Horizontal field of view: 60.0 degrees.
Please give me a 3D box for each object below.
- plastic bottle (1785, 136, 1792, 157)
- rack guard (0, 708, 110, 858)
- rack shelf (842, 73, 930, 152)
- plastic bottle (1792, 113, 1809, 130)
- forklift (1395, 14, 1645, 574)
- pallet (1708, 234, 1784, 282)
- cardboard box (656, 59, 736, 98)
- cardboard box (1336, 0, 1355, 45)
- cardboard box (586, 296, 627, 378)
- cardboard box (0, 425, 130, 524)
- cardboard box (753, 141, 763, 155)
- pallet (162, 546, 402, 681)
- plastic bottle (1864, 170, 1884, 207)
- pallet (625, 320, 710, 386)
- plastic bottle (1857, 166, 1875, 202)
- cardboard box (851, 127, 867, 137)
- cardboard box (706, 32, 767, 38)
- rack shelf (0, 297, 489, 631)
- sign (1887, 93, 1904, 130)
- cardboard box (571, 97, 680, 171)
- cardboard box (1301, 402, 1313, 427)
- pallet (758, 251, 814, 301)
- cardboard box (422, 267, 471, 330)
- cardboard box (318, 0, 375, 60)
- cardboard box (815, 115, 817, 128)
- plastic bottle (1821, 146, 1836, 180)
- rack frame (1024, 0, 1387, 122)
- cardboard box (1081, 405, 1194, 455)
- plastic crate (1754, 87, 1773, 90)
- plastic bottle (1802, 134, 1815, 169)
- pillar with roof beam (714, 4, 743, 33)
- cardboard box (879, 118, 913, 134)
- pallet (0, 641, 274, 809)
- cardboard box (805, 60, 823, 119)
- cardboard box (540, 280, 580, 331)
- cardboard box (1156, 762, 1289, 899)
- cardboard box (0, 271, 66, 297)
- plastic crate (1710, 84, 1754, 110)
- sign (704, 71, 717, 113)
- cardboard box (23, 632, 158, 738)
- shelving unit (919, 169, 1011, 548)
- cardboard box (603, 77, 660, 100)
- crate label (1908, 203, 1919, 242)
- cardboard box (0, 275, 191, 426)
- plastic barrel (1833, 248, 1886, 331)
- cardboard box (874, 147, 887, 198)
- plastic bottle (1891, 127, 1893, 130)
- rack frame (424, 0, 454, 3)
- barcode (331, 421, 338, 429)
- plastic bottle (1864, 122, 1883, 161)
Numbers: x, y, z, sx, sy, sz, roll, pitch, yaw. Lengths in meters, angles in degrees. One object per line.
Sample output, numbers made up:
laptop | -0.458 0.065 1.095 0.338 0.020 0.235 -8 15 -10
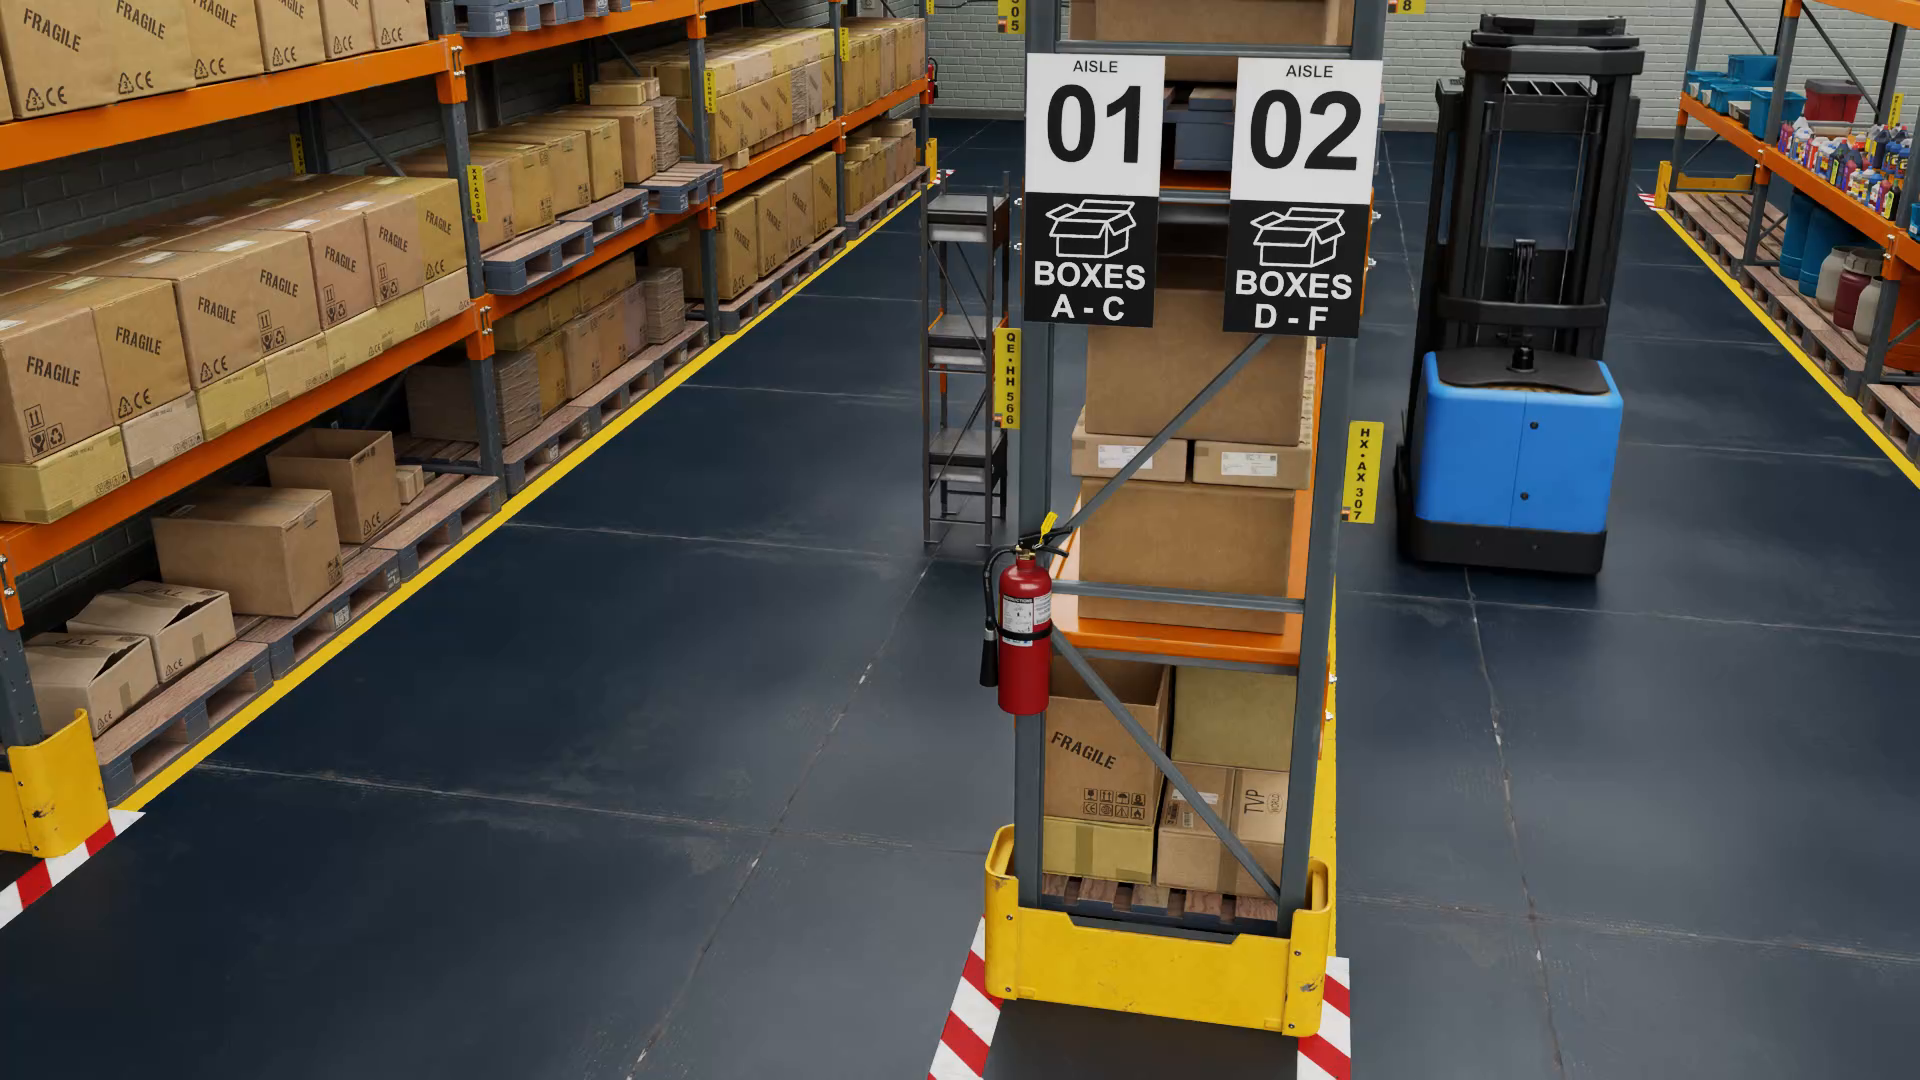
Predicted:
plastic bottle | 7.459 -3.536 14.884 0.097 0.201 0.097 0 22 0
rack guard | -4.147 0.943 6.843 1.175 0.500 0.348 4 22 11
rack shelf | -1.306 -4.975 19.155 1.077 0.370 4.000 4 22 11
plastic bottle | 7.587 -3.681 15.043 0.144 0.351 0.185 4 22 11
forklift | 3.372 -1.690 10.127 1.130 2.935 3.031 5 22 12
pallet | 8.097 -2.801 16.525 1.003 0.211 1.213 4 22 11
cardboard box | -2.179 -3.813 13.743 0.500 0.250 0.500 5 22 12
cardboard box | 1.294 -2.097 6.146 0.500 0.500 0.500 4 22 11
cardboard box | -2.919 -1.528 12.391 0.700 0.500 0.500 4 22 11
cardboard box | -3.752 -0.283 6.714 0.500 0.250 0.500 4 22 9
cardboard box | -2.001 -3.583 15.044 0.380 0.149 0.250 5 22 12
pallet | -3.695 0.338 8.733 1.003 0.211 1.213 4 22 11
plastic bottle | 6.962 -2.677 12.656 0.097 0.271 0.097 0 22 0
pallet | -2.691 -1.535 13.383 1.003 0.211 1.213 4 22 11
plastic bottle | 7.001 -2.748 12.833 0.097 0.271 0.097 0 22 0
cardboard box | -1.318 -4.804 19.682 0.380 0.149 0.250 5 22 12
cardboard box | -2.163 -4.779 16.141 0.500 0.250 0.500 5 22 12
rack shelf | -3.754 -0.587 8.258 1.077 0.370 4.000 4 22 11
sign | 8.523 -3.908 15.171 0.100 0.325 0.005 4 22 11
cardboard box | -2.616 -3.192 13.042 0.700 0.500 0.500 2 22 5
cardboard box | 1.030 -0.384 5.789 0.380 0.149 0.250 4 22 10
pallet | -2.044 -2.548 15.899 1.003 0.211 1.213 4 22 11
cardboard box | -3.146 -1.395 9.476 0.500 0.250 0.500 5 22 11
cardboard box | -3.323 -2.711 8.394 0.500 0.500 0.500 3 22 6
cardboard box | -1.631 -4.140 16.426 0.380 0.149 0.250 5 23 13
plastic bottle | 7.211 -3.123 13.765 0.097 0.271 0.097 0 22 0
rack frame | 0.688 -2.595 4.252 1.000 3.000 0.127 4 22 11
cardboard box | 0.631 -0.410 5.854 0.380 0.149 0.250 5 22 12
plastic crate | 8.812 -4.879 18.224 0.396 0.136 0.243 4 22 11
plastic bottle | 7.311 -3.342 14.292 0.061 0.283 0.133 4 22 11
pillar with roof beam | 1.797 -7.354 16.068 9.100 9.000 0.400 4 22 11
cardboard box | -0.790 -5.052 20.298 0.380 0.149 0.250 4 22 10
pallet | -3.947 0.782 7.628 1.003 0.211 1.213 4 22 11
cardboard box | -1.656 -4.396 16.194 0.500 0.500 0.500 5 22 11
cardboard box | -3.023 -1.666 11.729 0.500 0.250 0.500 4 22 9
cardboard box | 1.015 1.089 6.253 0.500 0.250 0.500 4 22 11
cardboard box | -4.162 -0.848 7.115 0.500 0.500 0.500 5 22 12
plastic crate | 8.160 -4.689 17.624 0.416 0.233 0.300 4 22 11
sign | -1.997 -3.577 13.276 0.100 0.325 0.005 4 22 11
cardboard box | -3.933 0.608 7.338 0.500 0.311 0.500 2 22 5
shelving unit | 0.034 -1.035 9.612 0.431 2.100 0.503 4 22 11
cardboard box | -2.571 -3.537 13.031 0.380 0.149 0.250 2 22 4
crate label | 6.716 -2.156 11.416 0.303 0.233 0.416 4 22 11
cardboard box | -3.660 -0.808 7.015 0.500 0.500 0.500 5 22 11
plastic barrel | 7.482 -2.029 13.542 0.600 0.588 0.708 4 22 11
cardboard box | -1.248 -4.249 19.174 0.700 0.500 0.500 5 22 12
plastic bottle | 8.218 -3.511 14.713 0.061 0.283 0.133 4 22 11
rack frame | -3.346 -4.434 8.819 1.000 3.000 0.127 4 22 11
barcode | -3.691 -0.665 9.820 0.001 0.075 0.075 4 22 11
plastic bottle | 7.976 -3.449 14.469 0.144 0.351 0.185 4 22 11
